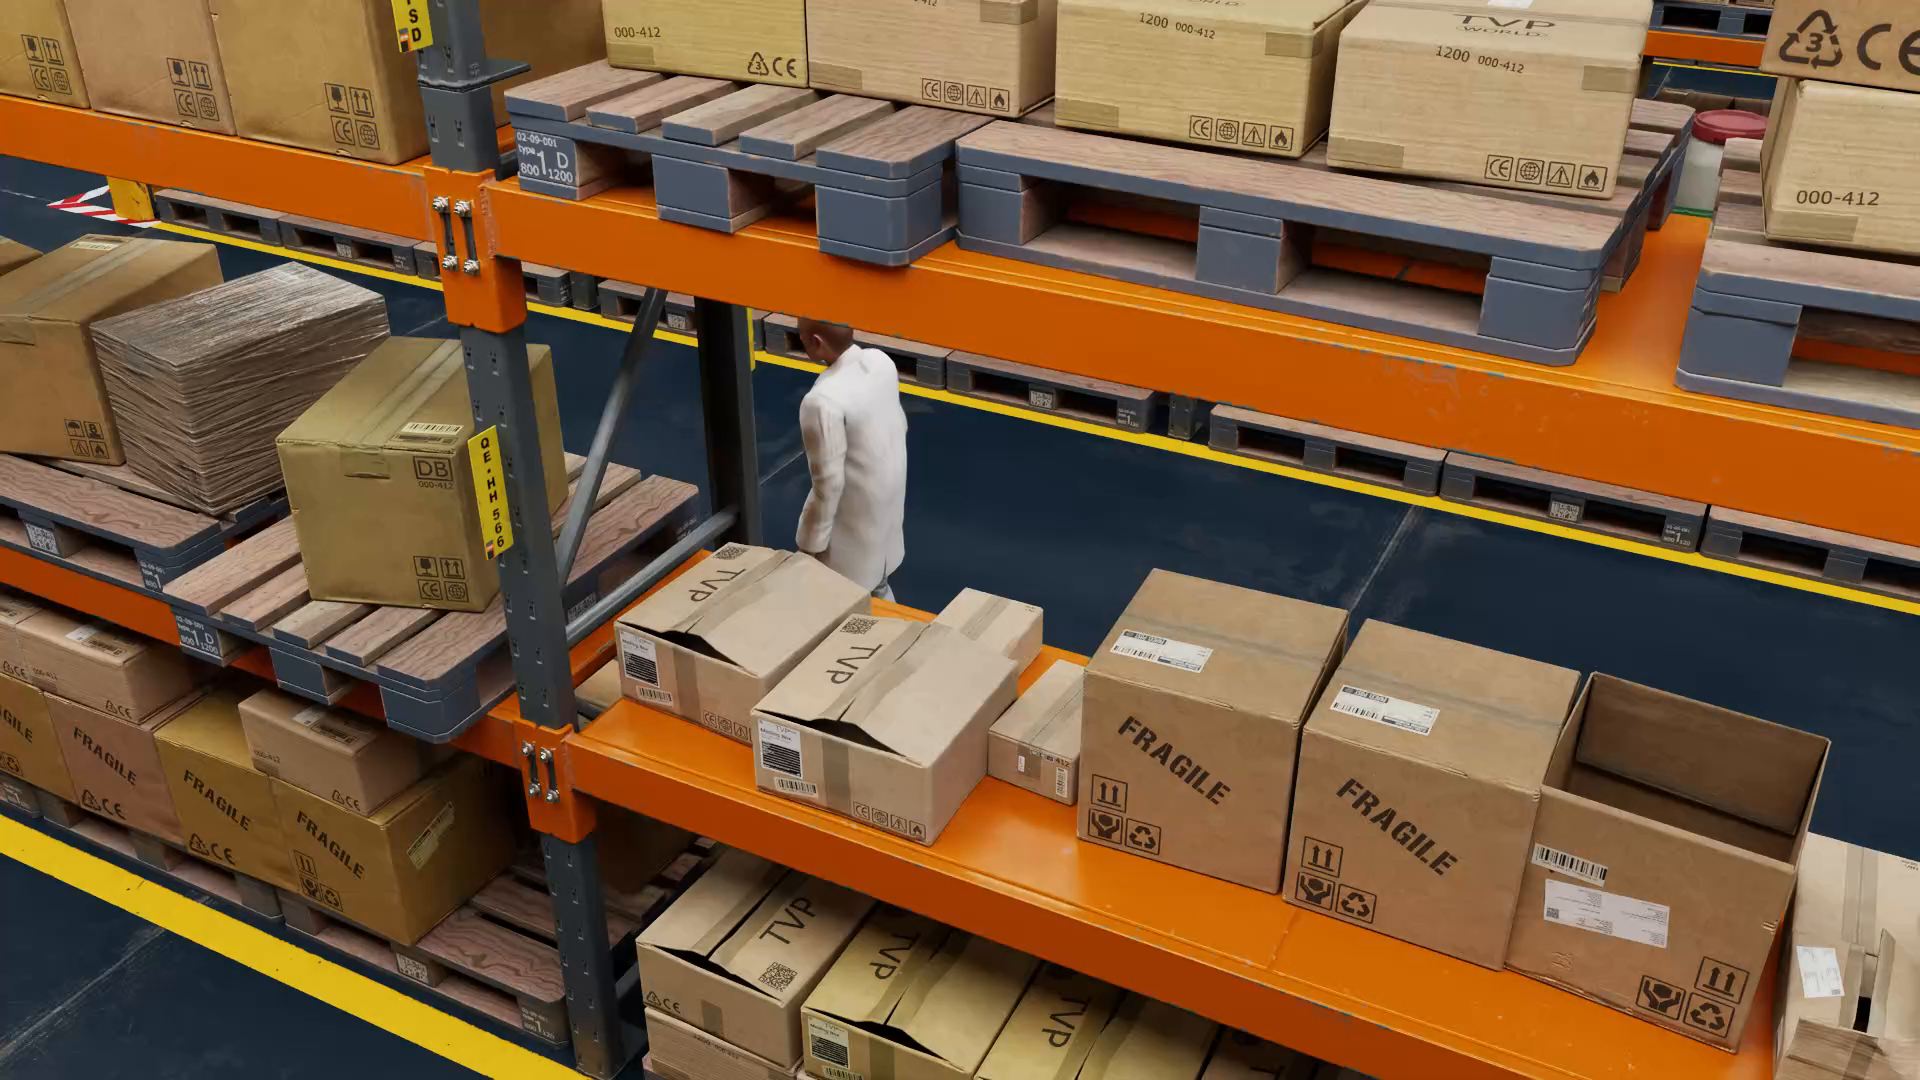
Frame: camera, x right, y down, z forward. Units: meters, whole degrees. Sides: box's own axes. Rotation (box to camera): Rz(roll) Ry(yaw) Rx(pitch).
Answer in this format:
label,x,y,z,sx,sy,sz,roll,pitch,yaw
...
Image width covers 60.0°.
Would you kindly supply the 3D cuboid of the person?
label,x,y,z,sx,sy,sz,roll,pitch,yaw
person,-0.418,-0.088,6.299,0.421,1.774,0.646,14,32,23
